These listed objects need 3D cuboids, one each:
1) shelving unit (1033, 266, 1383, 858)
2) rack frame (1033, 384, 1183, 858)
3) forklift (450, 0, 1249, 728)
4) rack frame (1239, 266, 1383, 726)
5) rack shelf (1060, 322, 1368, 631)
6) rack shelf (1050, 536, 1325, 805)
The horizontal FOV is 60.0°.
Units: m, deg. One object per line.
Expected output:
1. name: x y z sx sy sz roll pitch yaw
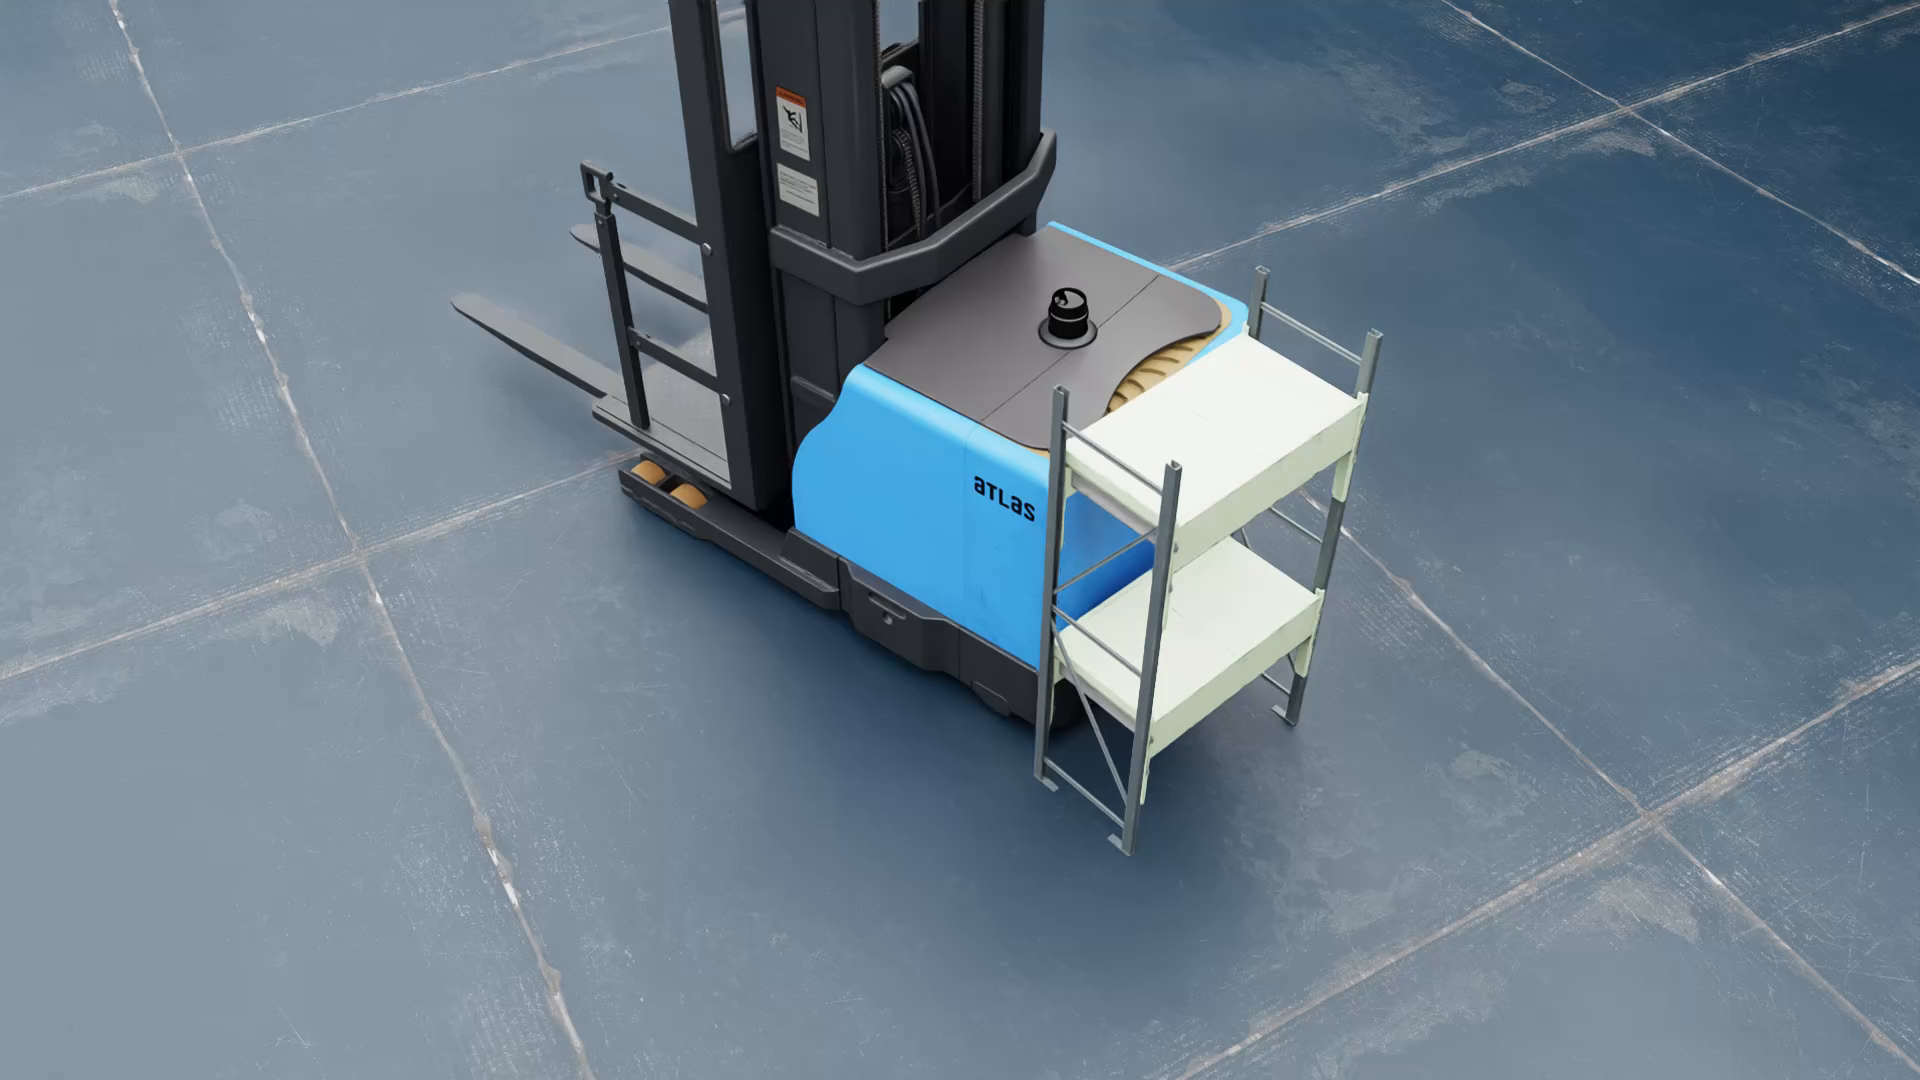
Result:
1. shelving unit: 0.636 0.101 4.568 0.755 1.500 0.431 -32 53 -29
2. rack frame: 0.364 0.272 4.393 0.023 1.500 0.400 -32 53 -29
3. forklift: -0.566 -1.339 5.026 3.031 2.935 1.130 29 51 26
4. rack frame: 0.908 -0.069 4.744 0.023 1.500 0.400 -32 53 -29
5. rack shelf: 0.636 -0.179 4.297 0.720 0.370 0.431 -32 53 -29
6. rack shelf: 0.636 0.335 4.796 0.720 0.370 0.431 -32 53 -29
